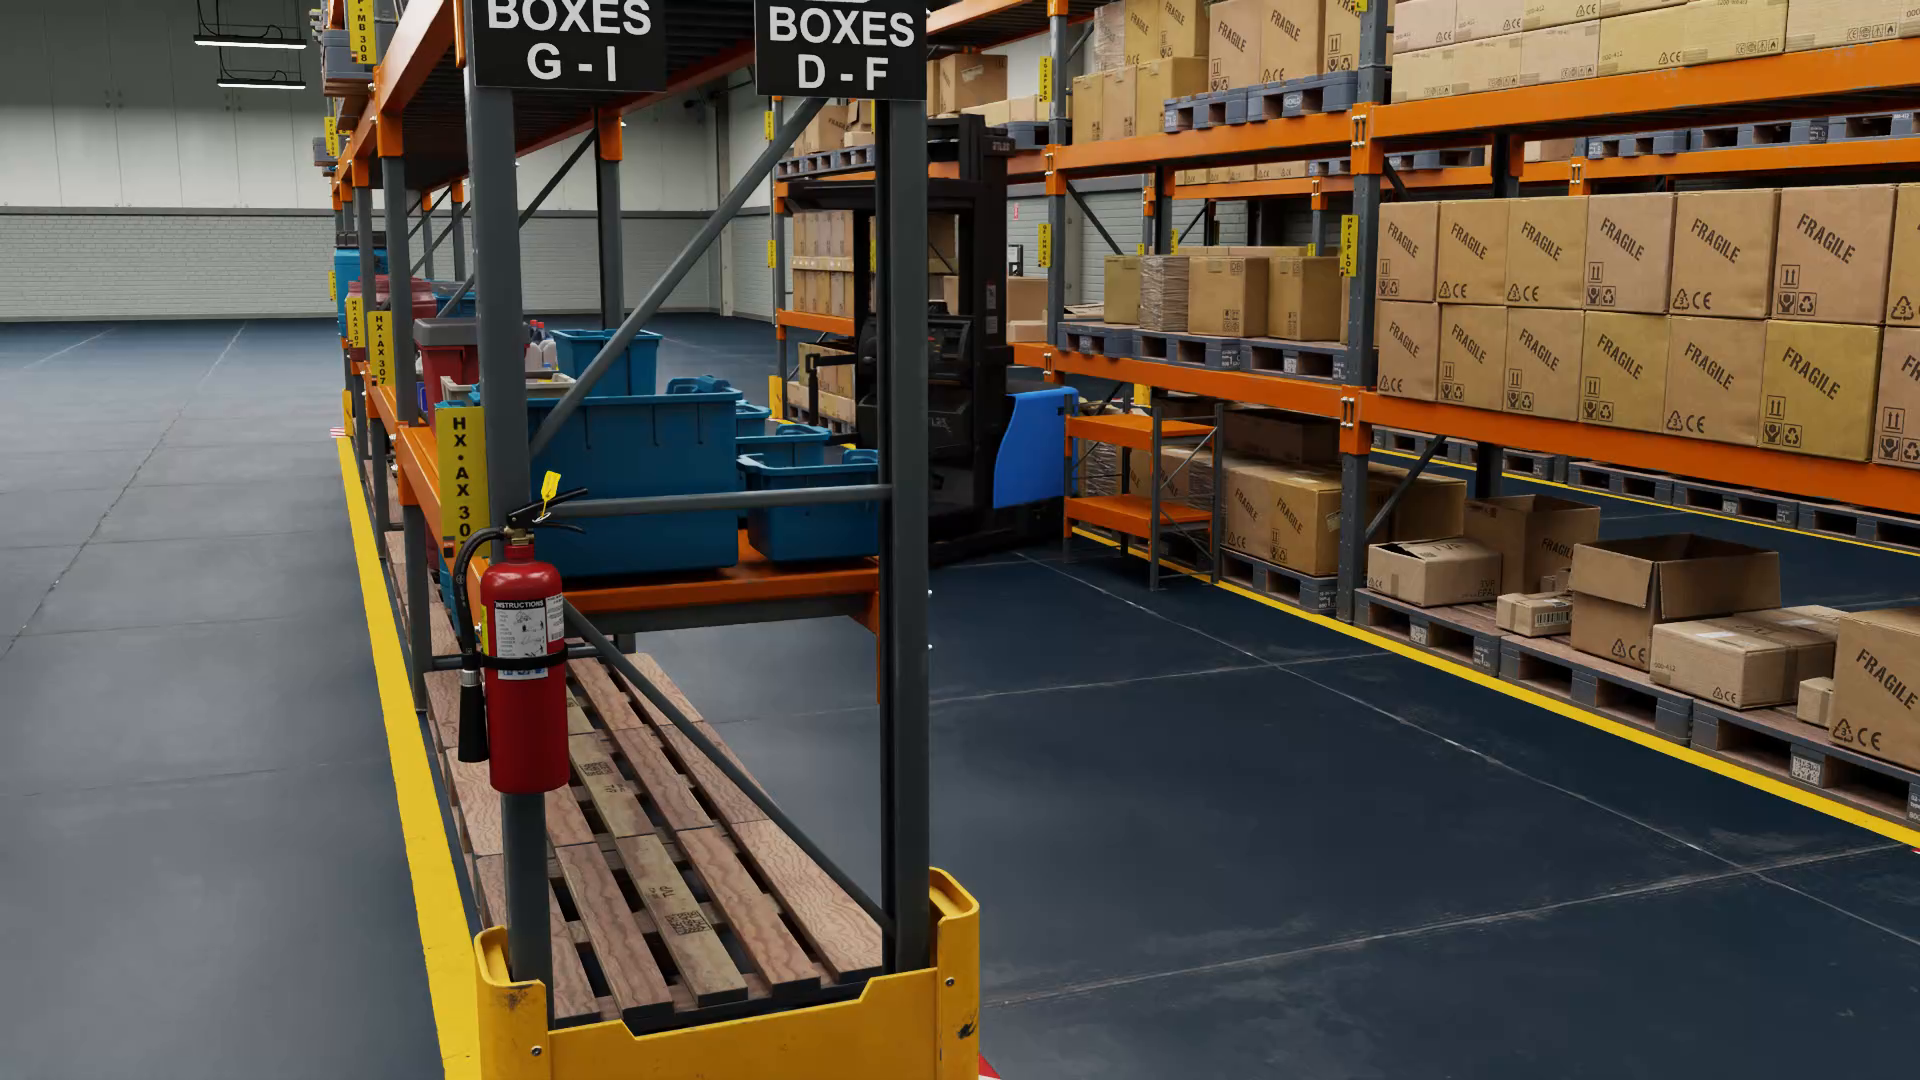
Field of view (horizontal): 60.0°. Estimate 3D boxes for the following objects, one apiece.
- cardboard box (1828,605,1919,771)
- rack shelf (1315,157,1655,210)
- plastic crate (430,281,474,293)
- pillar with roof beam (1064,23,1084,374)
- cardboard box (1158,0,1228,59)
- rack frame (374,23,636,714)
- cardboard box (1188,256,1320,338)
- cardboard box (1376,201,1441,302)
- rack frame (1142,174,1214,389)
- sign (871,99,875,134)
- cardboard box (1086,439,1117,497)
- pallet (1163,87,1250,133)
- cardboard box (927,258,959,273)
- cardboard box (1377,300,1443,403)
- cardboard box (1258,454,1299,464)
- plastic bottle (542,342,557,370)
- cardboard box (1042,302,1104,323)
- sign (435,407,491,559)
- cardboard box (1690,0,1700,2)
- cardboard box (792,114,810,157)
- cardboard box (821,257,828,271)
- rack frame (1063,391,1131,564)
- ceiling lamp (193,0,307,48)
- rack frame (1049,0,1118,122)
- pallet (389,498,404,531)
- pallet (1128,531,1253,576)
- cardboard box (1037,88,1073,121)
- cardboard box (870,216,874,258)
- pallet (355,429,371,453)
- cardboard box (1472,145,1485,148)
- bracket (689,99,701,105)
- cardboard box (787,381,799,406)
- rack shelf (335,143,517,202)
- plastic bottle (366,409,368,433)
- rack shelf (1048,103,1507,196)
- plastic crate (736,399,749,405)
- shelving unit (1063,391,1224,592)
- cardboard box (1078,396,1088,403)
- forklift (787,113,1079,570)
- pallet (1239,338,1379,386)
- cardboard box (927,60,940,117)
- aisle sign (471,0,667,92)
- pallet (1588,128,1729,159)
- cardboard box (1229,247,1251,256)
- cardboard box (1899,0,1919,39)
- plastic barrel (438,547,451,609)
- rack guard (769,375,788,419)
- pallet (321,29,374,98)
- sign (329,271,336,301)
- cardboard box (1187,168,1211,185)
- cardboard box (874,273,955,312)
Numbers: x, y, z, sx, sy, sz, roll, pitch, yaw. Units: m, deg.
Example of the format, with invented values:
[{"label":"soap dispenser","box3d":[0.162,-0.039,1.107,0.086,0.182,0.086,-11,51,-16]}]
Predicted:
[{"label":"cardboard box","box3d":[3.630,0.547,6.160,0.500,0.500,0.500,-4,11,-21]},{"label":"rack shelf","box3d":[5.048,-3.464,16.316,1.077,0.370,4.000,-4,11,-21]},{"label":"plastic crate","box3d":[-4.450,-2.011,14.475,0.402,0.464,0.583,-4,11,-21]},{"label":"pillar with roof beam","box3d":[-2.253,-6.921,25.132,9.100,9.000,0.400,-4,11,-21]},{"label":"cardboard box","box3d":[1.679,-3.480,11.212,0.500,0.500,0.500,-4,11,-21]},{"label":"rack frame","box3d":[-2.011,-0.733,7.475,1.000,3.000,0.127,-4,11,-21]},{"label":"cardboard box","box3d":[1.909,-1.587,10.792,0.700,0.500,0.500,-7,12,-35]},{"label":"cardboard box","box3d":[2.515,-1.493,8.610,0.500,0.500,0.500,-4,11,-19]},{"label":"rack frame","box3d":[2.874,-3.320,22.021,1.000,3.000,0.127,-4,11,-21]},{"label":"sign","box3d":[-0.809,-4.087,16.065,0.100,0.325,0.005,-4,11,-21]},{"label":"cardboard box","box3d":[1.251,-0.508,12.092,0.500,0.500,0.500,-4,11,-23]},{"label":"pallet","box3d":[2.057,-2.711,10.567,1.213,0.211,1.003,-4,11,-21]},{"label":"cardboard box","box3d":[-0.209,-2.777,16.830,0.380,0.149,0.250,-4,11,-21]},{"label":"cardboard box","box3d":[2.537,-0.995,8.665,0.500,0.500,0.500,-4,11,-19]},{"label":"cardboard box","box3d":[2.281,-0.295,10.897,0.500,0.500,0.500,-4,11,-20]},{"label":"plastic bottle","box3d":[-2.160,-0.923,8.896,0.152,0.276,0.135,-4,11,-21]},{"label":"cardboard box","box3d":[1.014,-1.814,13.807,0.500,0.311,0.500,-4,11,-22]},{"label":"sign","box3d":[-1.069,-0.123,3.579,0.100,0.325,0.005,-4,11,-21]},{"label":"cardboard box","box3d":[3.273,-2.274,6.574,0.500,0.250,0.500,-4,11,-21]},{"label":"cardboard box","box3d":[-1.538,-4.715,19.401,0.797,0.503,0.637,-3,11,-17]},{"label":"cardboard box","box3d":[-1.332,-3.086,18.567,0.380,0.149,0.250,-4,11,-22]},{"label":"rack frame","box3d":[0.911,-0.419,11.063,0.500,1.125,0.032,-5,11,-27]},{"label":"ceiling lamp","box3d":[-13.701,-11.087,31.886,2.000,3.185,0.800,-4,11,-21]},{"label":"rack frame","box3d":[1.157,-4.653,12.384,1.000,3.000,0.127,-4,11,-21]},{"label":"pallet","box3d":[-3.705,-0.142,12.114,1.003,0.211,1.213,-4,11,-21]},{"label":"pallet","box3d":[1.831,-0.003,11.337,1.003,0.211,1.213,-4,11,-21]},{"label":"cardboard box","box3d":[0.940,-3.380,13.019,0.500,0.250,0.500,-5,11,-25]},{"label":"cardboard box","box3d":[-0.643,-3.195,17.326,0.700,0.500,0.500,-4,11,-21]},{"label":"pallet","box3d":[-5.561,-0.977,16.813,1.003,0.211,1.213,-4,11,-21]},{"label":"cardboard box","box3d":[4.894,-4.105,16.380,0.500,0.500,0.500,-4,11,-23]},{"label":"bracket","box3d":[-8.064,-13.219,50.262,0.076,0.066,3.189,-4,11,-21]},{"label":"cardboard box","box3d":[-1.755,-1.757,19.883,0.500,0.250,0.500,-4,11,-21]},{"label":"rack shelf","box3d":[-4.186,-2.835,12.781,1.077,0.370,4.000,-4,11,-21]},{"label":"plastic bottle","box3d":[-5.928,-1.217,16.697,0.061,0.283,0.133,-4,11,-20]},{"label":"rack shelf","box3d":[1.882,-2.496,10.874,1.077,0.370,4.000,-4,11,-21]},{"label":"plastic crate","box3d":[-0.930,-0.352,5.641,0.416,0.233,0.300,-4,11,-21]},{"label":"shelving unit","box3d":[1.149,-0.340,10.621,0.538,1.125,1.048,-5,11,-27]},{"label":"cardboard box","box3d":[0.860,-1.101,14.597,0.500,0.311,0.500,-4,11,-22]},{"label":"forklift","box3d":[-0.444,-1.345,11.114,1.130,2.935,3.031,8,13,38]},{"label":"pallet","box3d":[2.419,-1.089,10.028,1.003,0.211,1.213,-4,11,-21]},{"label":"cardboard box","box3d":[-0.106,-4.228,15.648,0.500,0.500,0.500,-4,11,-20]},{"label":"aisle sign","box3d":[-0.809,-1.330,3.406,0.394,0.787,0.004,-4,11,-21]},{"label":"pallet","box3d":[6.056,-3.297,13.862,1.213,0.211,1.003,-3,11,-18]},{"label":"cardboard box","box3d":[3.505,-3.194,19.542,0.500,0.500,0.500,-4,11,-23]},{"label":"cardboard box","box3d":[3.624,-1.864,5.696,0.500,0.250,0.500,-4,11,-21]},{"label":"plastic barrel","box3d":[-2.449,-0.112,8.777,0.600,0.901,0.708,-4,11,-21]},{"label":"rack guard","box3d":[-1.751,-1.779,20.491,1.175,0.500,0.348,-4,11,-21]},{"label":"pallet","box3d":[-2.387,-2.238,7.913,1.213,0.211,1.003,-4,11,-21]},{"label":"sign","box3d":[-6.874,-2.794,18.270,0.100,0.325,0.005,-4,11,-21]},{"label":"cardboard box","box3d":[3.115,-4.611,20.371,0.500,0.500,0.500,-3,11,-18]},{"label":"cardboard box","box3d":[-0.459,-2.474,16.976,0.700,0.500,0.500,-4,11,-22]}]
